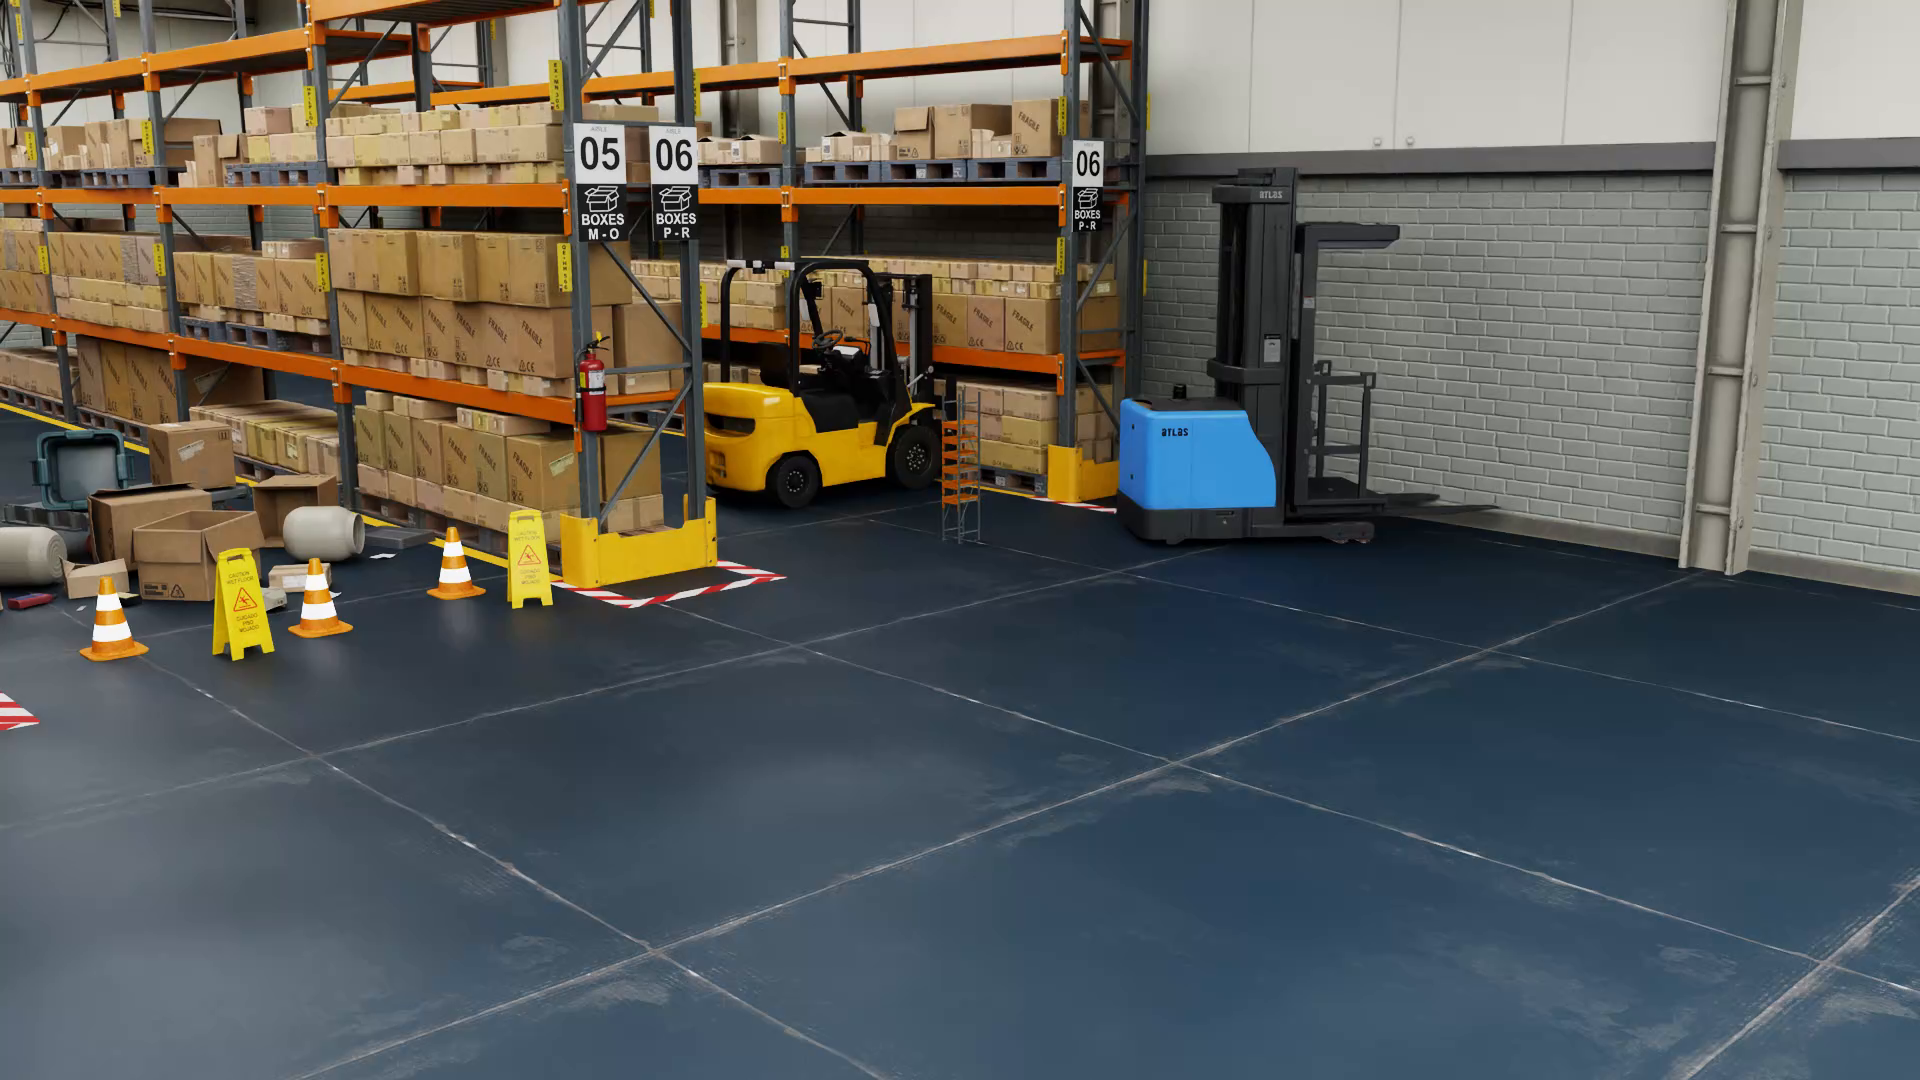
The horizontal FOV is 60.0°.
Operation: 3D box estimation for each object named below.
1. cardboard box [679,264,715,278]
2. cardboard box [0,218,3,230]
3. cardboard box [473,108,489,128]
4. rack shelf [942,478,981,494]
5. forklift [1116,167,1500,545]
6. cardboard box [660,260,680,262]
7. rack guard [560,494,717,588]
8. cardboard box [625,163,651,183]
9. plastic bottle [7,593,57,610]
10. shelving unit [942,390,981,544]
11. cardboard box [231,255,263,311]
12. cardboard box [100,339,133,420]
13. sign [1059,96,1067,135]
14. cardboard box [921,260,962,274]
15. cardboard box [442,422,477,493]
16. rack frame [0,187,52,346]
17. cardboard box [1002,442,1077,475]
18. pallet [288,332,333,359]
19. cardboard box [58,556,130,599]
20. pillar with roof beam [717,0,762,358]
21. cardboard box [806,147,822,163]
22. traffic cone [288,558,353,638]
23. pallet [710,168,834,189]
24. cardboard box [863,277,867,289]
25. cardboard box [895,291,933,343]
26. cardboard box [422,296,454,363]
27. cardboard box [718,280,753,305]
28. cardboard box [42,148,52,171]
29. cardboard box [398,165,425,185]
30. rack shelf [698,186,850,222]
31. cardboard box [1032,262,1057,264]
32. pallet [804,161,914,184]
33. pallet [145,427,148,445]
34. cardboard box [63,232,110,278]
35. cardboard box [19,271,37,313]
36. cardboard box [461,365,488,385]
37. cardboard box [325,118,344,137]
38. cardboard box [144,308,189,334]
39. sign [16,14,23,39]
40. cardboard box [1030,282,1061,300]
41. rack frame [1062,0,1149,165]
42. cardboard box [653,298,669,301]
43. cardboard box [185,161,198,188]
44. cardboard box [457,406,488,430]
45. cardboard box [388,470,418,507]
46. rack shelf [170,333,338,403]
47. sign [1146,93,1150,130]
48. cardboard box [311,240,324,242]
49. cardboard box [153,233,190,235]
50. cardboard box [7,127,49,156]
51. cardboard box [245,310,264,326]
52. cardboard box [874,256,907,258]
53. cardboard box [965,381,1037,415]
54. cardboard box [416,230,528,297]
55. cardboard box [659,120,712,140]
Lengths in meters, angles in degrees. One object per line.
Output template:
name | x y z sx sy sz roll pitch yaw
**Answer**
cardboard box | -3.002 -3.088 19.113 0.250 0.149 0.380 11 16 44
cardboard box | -12.252 -4.085 21.475 0.250 0.149 0.380 11 16 44
cardboard box | -3.376 -3.120 12.335 0.380 0.149 0.250 -11 16 -43
rack shelf | 0.010 -0.424 13.313 0.258 0.103 0.180 -11 16 -43
forklift | 2.874 -1.510 13.475 3.031 2.935 1.130 -2 12 -8
cardboard box | -3.458 -3.355 20.406 0.380 0.149 0.250 -11 16 -43
rack guard | -2.340 -0.003 12.189 1.175 0.500 0.348 -11 16 -43
cardboard box | -2.282 -2.656 12.060 0.380 0.149 0.250 -11 16 -42
plastic bottle | -6.288 0.408 11.280 0.133 0.061 0.283 6 13 26
shelving unit | 0.010 -0.586 13.280 0.258 1.200 0.189 -11 16 -43
cardboard box | -6.593 -2.461 15.896 0.500 0.500 0.500 11 16 43
cardboard box | -9.459 -1.923 19.536 0.875 0.875 0.875 -10 15 -41
sign | 0.898 -3.699 14.502 0.100 0.325 0.005 -11 16 -43
cardboard box | -0.163 -2.667 16.331 0.380 0.149 0.250 -11 16 -42
cardboard box | -3.736 -0.674 13.163 0.500 0.500 0.500 11 16 44
rack frame | -13.337 -3.552 23.217 1.000 3.000 0.127 -11 16 -43
cardboard box | 0.747 -0.792 15.597 0.500 0.250 0.500 -11 16 -42
pallet | -5.473 -1.838 15.375 1.003 0.211 1.213 -11 16 -43
cardboard box | -6.041 0.237 11.601 0.396 0.266 0.258 -8 14 -33
pillar with roof beam | -5.786 -5.350 17.079 9.100 9.000 0.400 -11 16 -43
cardboard box | -1.372 -3.986 17.223 0.380 0.149 0.250 -10 16 -41
traffic cone | -4.086 0.347 10.579 0.336 0.463 0.334 -11 16 -43
pallet | -2.081 -3.995 18.409 1.217 0.209 0.805 11 16 43
cardboard box | -0.756 -2.620 16.837 0.380 0.149 0.250 -11 16 -43
cardboard box | -0.291 -2.217 16.489 0.500 0.500 0.500 -11 16 -42
cardboard box | -3.883 -1.676 13.127 0.500 0.500 0.500 -11 16 -42
cardboard box | -2.347 -2.774 18.575 0.500 0.250 0.500 11 16 44
cardboard box | -10.482 -4.455 19.461 0.396 0.266 0.258 -11 16 -43
cardboard box | -4.185 -2.866 13.080 0.380 0.149 0.250 -11 16 -44
rack shelf | -2.844 -3.901 19.263 1.077 0.370 4.000 -11 16 -43
cardboard box | 0.874 -2.579 15.905 0.380 0.149 0.250 -10 16 -41
pallet | -0.855 -3.797 17.196 1.003 0.211 1.213 -11 16 -43
pallet | -8.302 -1.144 18.441 1.003 0.211 1.213 -11 16 -43
cardboard box | -10.107 -3.332 19.424 0.500 0.500 0.500 -11 16 -43
cardboard box | -11.439 -3.123 20.890 0.500 0.500 0.500 11 16 44
cardboard box | -3.635 -1.295 12.887 0.380 0.149 0.250 -11 16 -43
cardboard box | -5.068 -3.446 13.915 0.380 0.149 0.250 -11 16 -44
cardboard box | -8.349 -2.348 17.748 0.500 0.250 0.500 11 16 43
sign | -12.935 -7.060 22.866 0.100 0.325 0.005 -11 16 -43
cardboard box | 0.858 -2.287 15.223 0.380 0.149 0.250 -11 16 -42
rack frame | 1.300 -4.847 14.637 1.000 3.000 0.127 -11 16 -43
cardboard box | -3.391 -2.756 19.725 0.500 0.250 0.500 11 16 43
cardboard box | -7.541 -3.681 16.742 0.396 0.266 0.258 -11 16 -43
cardboard box | -3.684 -0.961 12.951 0.380 0.149 0.250 -10 15 -40
cardboard box | -4.461 -0.459 13.980 0.500 0.250 0.500 -10 15 -39
rack shelf | -6.431 -1.740 16.206 1.077 0.370 4.000 -11 16 -43
sign | 1.705 -3.921 15.215 0.100 0.325 0.005 -11 16 -43
cardboard box | -5.944 -2.780 15.841 0.380 0.149 0.250 -10 15 -39
cardboard box | -9.018 -3.252 19.035 0.500 0.500 0.500 -11 16 -42
cardboard box | -11.529 -4.935 20.951 0.797 0.503 0.637 -9 15 -38
cardboard box | -6.641 -2.151 15.999 0.380 0.149 0.250 -10 15 -41
cardboard box | -0.688 -2.921 17.565 0.380 0.149 0.250 -11 16 -43
cardboard box | 0.399 -1.355 15.850 0.500 0.250 0.500 -11 16 -42
cardboard box | -3.813 -2.172 13.059 0.700 0.500 0.500 -11 16 -43
cardboard box | -3.198 -4.561 19.146 0.500 0.500 0.500 -10 16 -41
